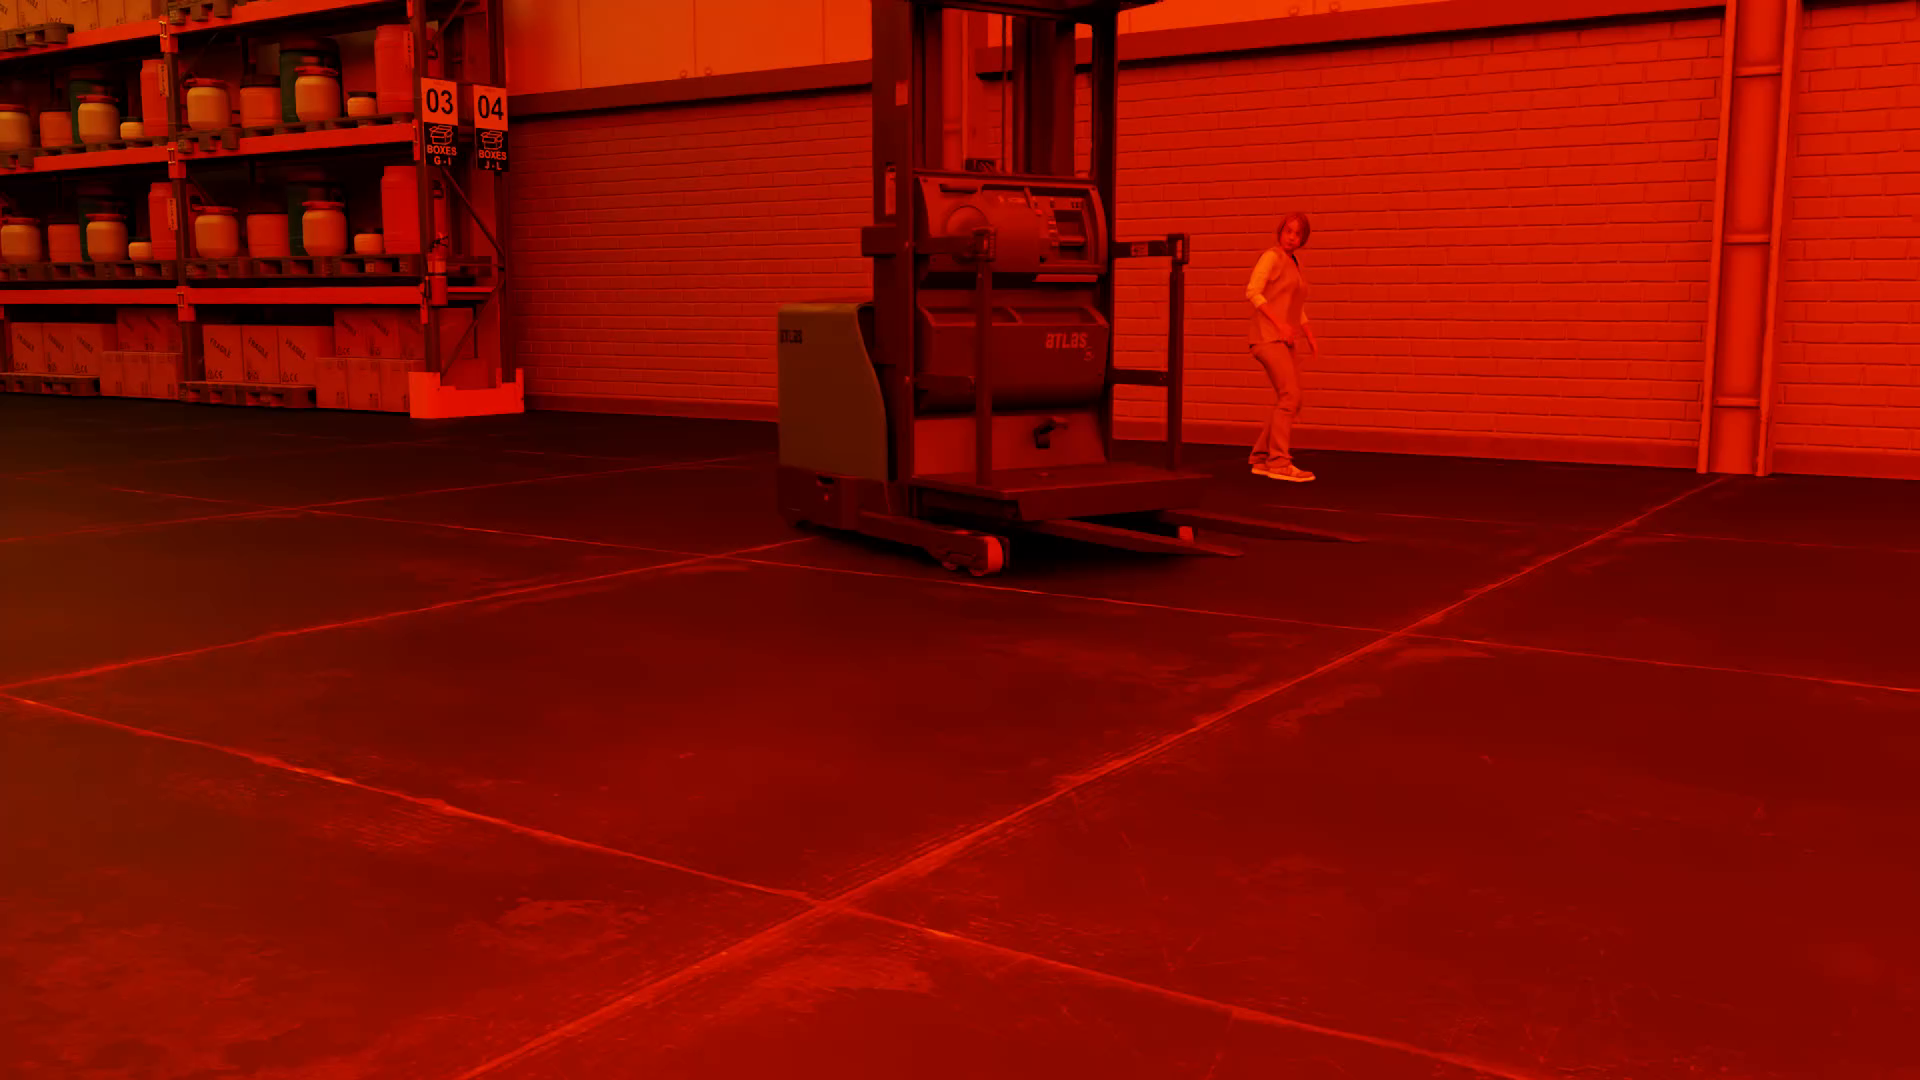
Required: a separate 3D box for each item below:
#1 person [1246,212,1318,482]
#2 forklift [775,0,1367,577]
[{"bbox_3d":[1.938,-1.141,9.827,0.439,1.565,0.614,4,9,27],"label":"person"},{"bbox_3d":[0.355,-1.380,6.899,1.130,2.935,3.031,-5,10,-34],"label":"forklift"}]
